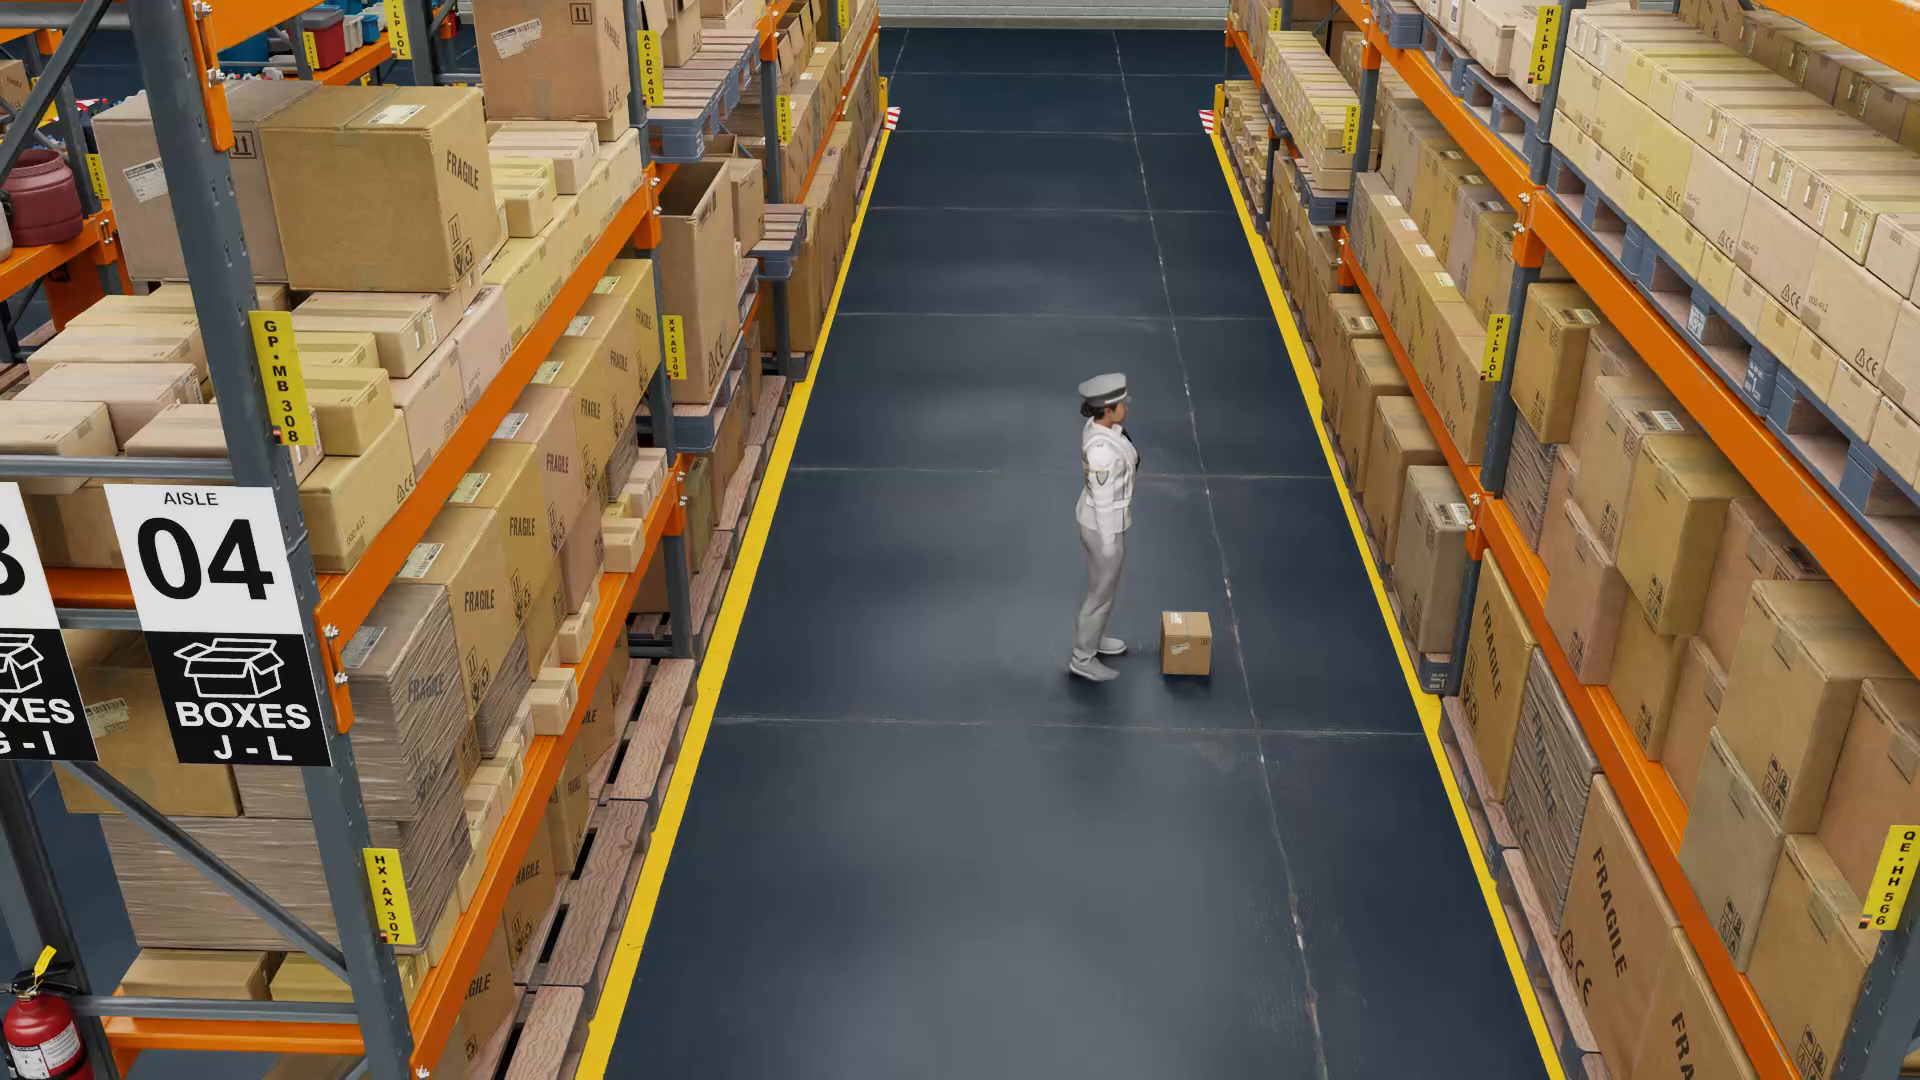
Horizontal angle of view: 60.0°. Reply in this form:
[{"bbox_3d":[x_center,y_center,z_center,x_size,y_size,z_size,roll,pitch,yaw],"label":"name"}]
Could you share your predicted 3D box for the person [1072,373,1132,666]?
[{"bbox_3d":[0.739,-0.114,8.752,0.279,1.612,0.426,2,28,3],"label":"person"}]
